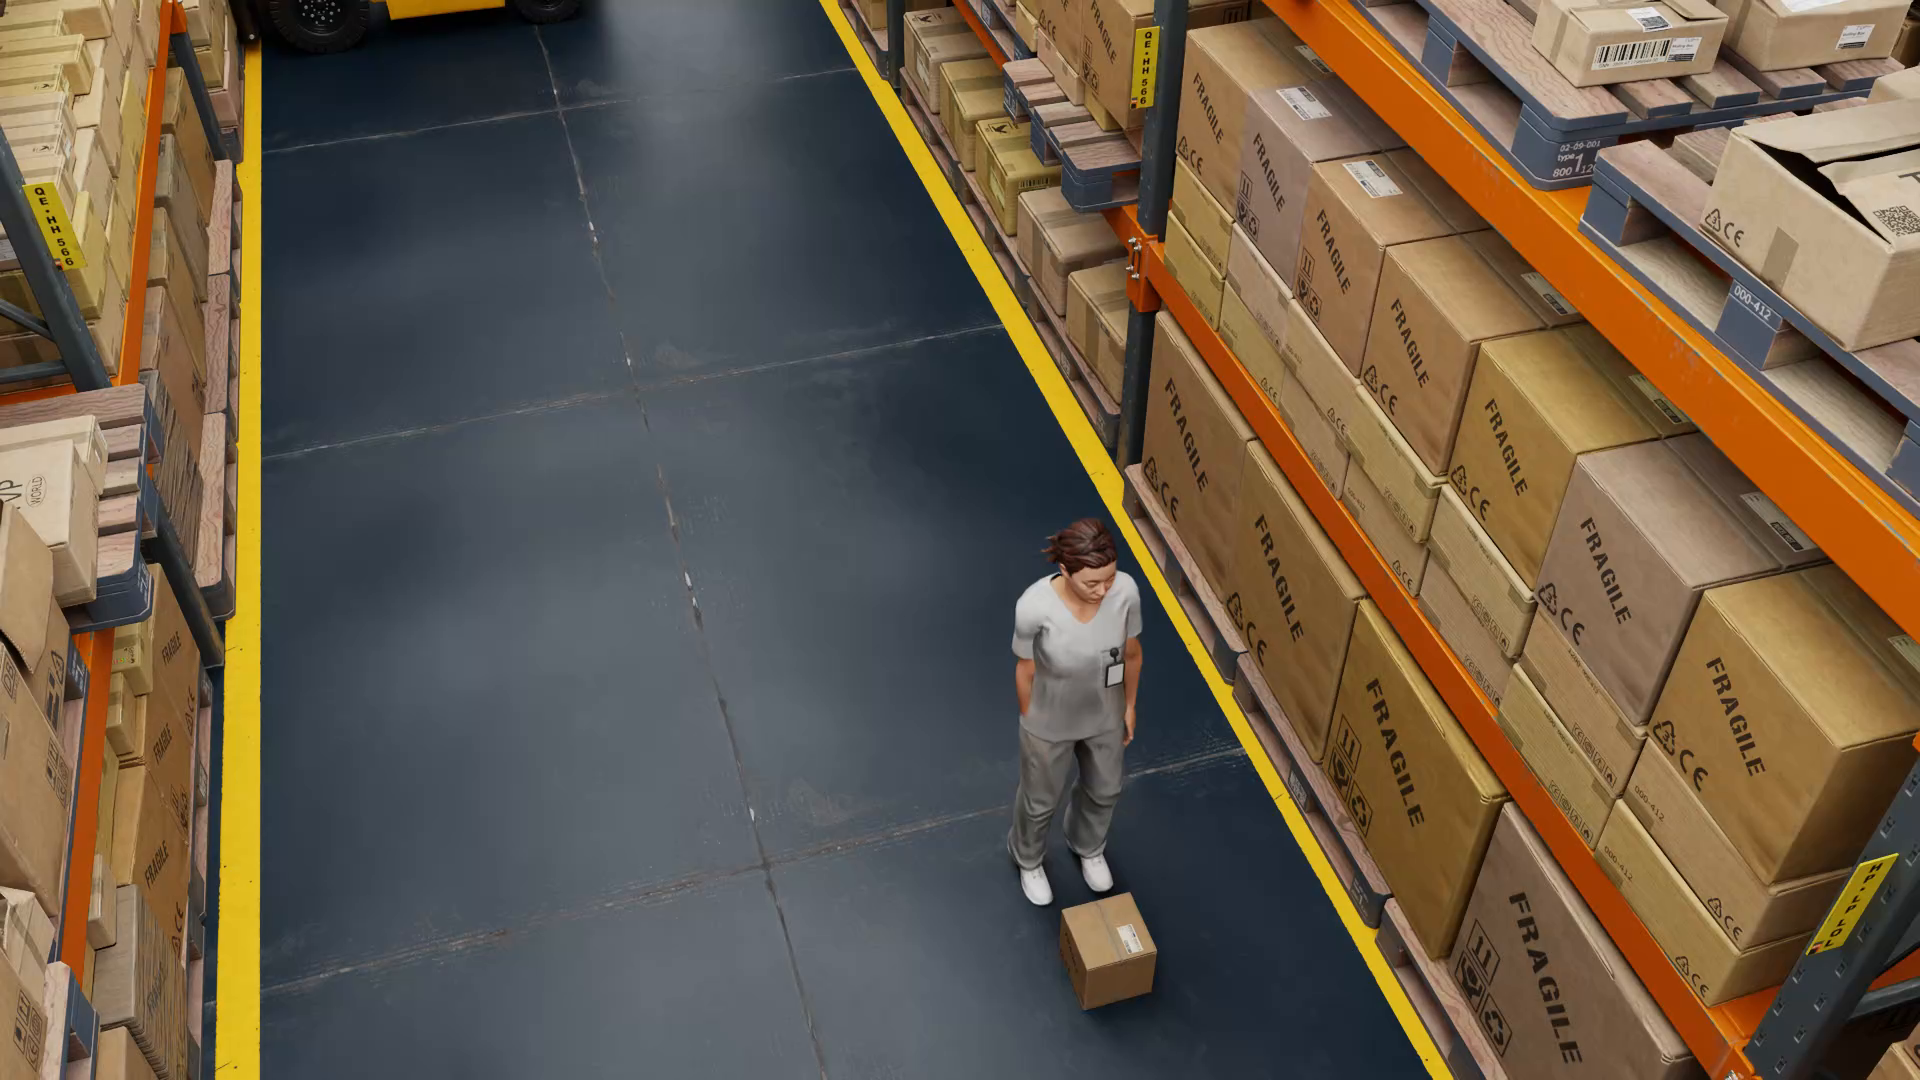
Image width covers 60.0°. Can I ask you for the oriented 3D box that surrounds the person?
[{"bbox_3d":[0.382,0.569,5.544,0.440,1.673,0.365,-11,44,-12],"label":"person"}]
